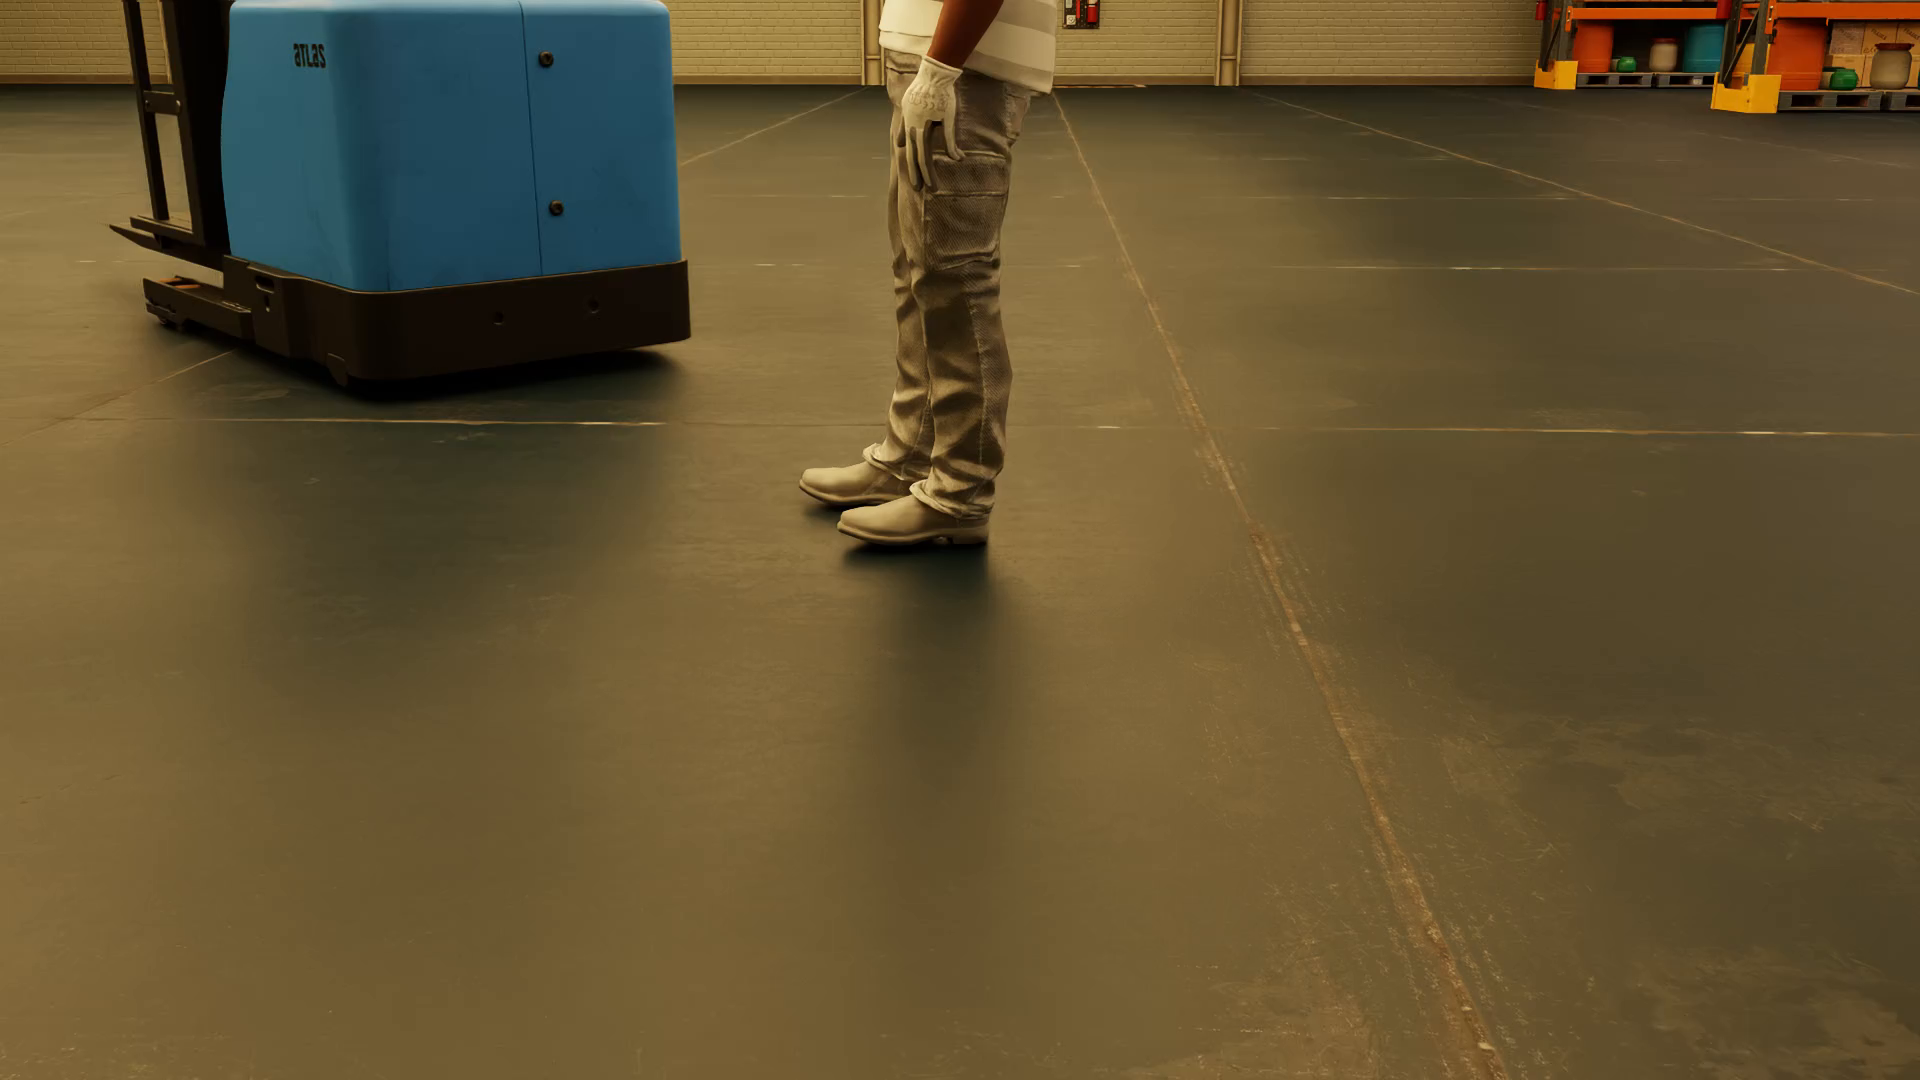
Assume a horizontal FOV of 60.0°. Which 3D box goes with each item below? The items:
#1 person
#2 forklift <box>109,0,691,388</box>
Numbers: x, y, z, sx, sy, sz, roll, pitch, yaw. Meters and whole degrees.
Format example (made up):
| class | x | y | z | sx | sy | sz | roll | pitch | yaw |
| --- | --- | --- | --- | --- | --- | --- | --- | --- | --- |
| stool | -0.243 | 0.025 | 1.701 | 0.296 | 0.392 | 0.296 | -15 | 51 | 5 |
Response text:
| class | x | y | z | sx | sy | sz | roll | pitch | yaw |
| --- | --- | --- | --- | --- | --- | --- | --- | --- | --- |
| person | -0.071 | -0.862 | 3.115 | 0.577 | 1.781 | 0.656 | 1 | 17 | 2 |
| forklift | -2.184 | -2.190 | 5.481 | 1.130 | 2.935 | 3.031 | -15 | 22 | -39 |
